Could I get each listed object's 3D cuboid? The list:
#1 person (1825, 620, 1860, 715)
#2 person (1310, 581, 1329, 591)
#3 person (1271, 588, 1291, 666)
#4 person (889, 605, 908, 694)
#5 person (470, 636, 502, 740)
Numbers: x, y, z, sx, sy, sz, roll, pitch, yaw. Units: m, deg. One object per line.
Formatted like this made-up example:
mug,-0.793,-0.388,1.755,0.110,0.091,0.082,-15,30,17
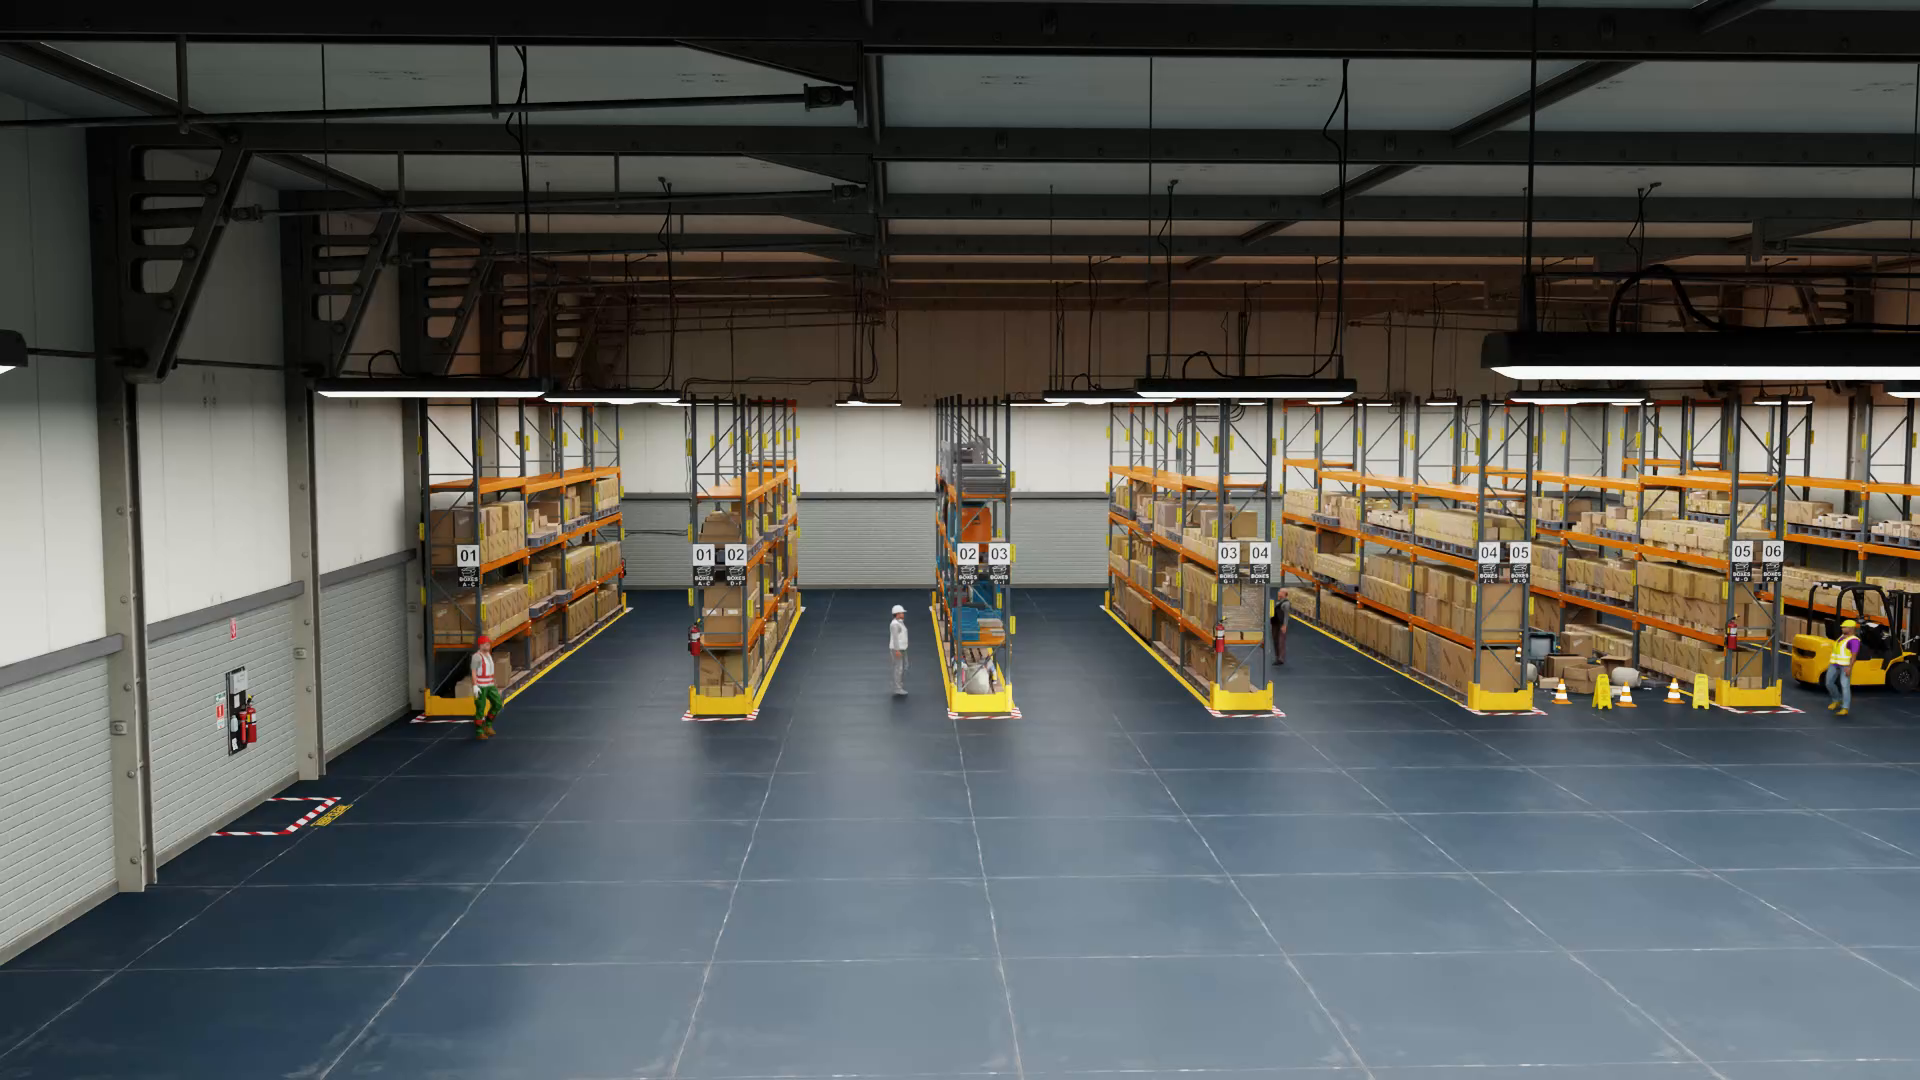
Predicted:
person,16.614,2.377,31.302,0.552,1.759,0.624,-2,5,-28
person,10.938,0.840,50.753,0.758,1.761,0.606,-4,6,-40
person,7.173,1.940,37.362,0.569,1.720,0.535,-3,5,-35
person,-1.225,2.236,33.540,0.387,1.850,0.606,1,5,9
person,-8.280,2.560,28.916,0.404,1.793,0.629,2,5,19
